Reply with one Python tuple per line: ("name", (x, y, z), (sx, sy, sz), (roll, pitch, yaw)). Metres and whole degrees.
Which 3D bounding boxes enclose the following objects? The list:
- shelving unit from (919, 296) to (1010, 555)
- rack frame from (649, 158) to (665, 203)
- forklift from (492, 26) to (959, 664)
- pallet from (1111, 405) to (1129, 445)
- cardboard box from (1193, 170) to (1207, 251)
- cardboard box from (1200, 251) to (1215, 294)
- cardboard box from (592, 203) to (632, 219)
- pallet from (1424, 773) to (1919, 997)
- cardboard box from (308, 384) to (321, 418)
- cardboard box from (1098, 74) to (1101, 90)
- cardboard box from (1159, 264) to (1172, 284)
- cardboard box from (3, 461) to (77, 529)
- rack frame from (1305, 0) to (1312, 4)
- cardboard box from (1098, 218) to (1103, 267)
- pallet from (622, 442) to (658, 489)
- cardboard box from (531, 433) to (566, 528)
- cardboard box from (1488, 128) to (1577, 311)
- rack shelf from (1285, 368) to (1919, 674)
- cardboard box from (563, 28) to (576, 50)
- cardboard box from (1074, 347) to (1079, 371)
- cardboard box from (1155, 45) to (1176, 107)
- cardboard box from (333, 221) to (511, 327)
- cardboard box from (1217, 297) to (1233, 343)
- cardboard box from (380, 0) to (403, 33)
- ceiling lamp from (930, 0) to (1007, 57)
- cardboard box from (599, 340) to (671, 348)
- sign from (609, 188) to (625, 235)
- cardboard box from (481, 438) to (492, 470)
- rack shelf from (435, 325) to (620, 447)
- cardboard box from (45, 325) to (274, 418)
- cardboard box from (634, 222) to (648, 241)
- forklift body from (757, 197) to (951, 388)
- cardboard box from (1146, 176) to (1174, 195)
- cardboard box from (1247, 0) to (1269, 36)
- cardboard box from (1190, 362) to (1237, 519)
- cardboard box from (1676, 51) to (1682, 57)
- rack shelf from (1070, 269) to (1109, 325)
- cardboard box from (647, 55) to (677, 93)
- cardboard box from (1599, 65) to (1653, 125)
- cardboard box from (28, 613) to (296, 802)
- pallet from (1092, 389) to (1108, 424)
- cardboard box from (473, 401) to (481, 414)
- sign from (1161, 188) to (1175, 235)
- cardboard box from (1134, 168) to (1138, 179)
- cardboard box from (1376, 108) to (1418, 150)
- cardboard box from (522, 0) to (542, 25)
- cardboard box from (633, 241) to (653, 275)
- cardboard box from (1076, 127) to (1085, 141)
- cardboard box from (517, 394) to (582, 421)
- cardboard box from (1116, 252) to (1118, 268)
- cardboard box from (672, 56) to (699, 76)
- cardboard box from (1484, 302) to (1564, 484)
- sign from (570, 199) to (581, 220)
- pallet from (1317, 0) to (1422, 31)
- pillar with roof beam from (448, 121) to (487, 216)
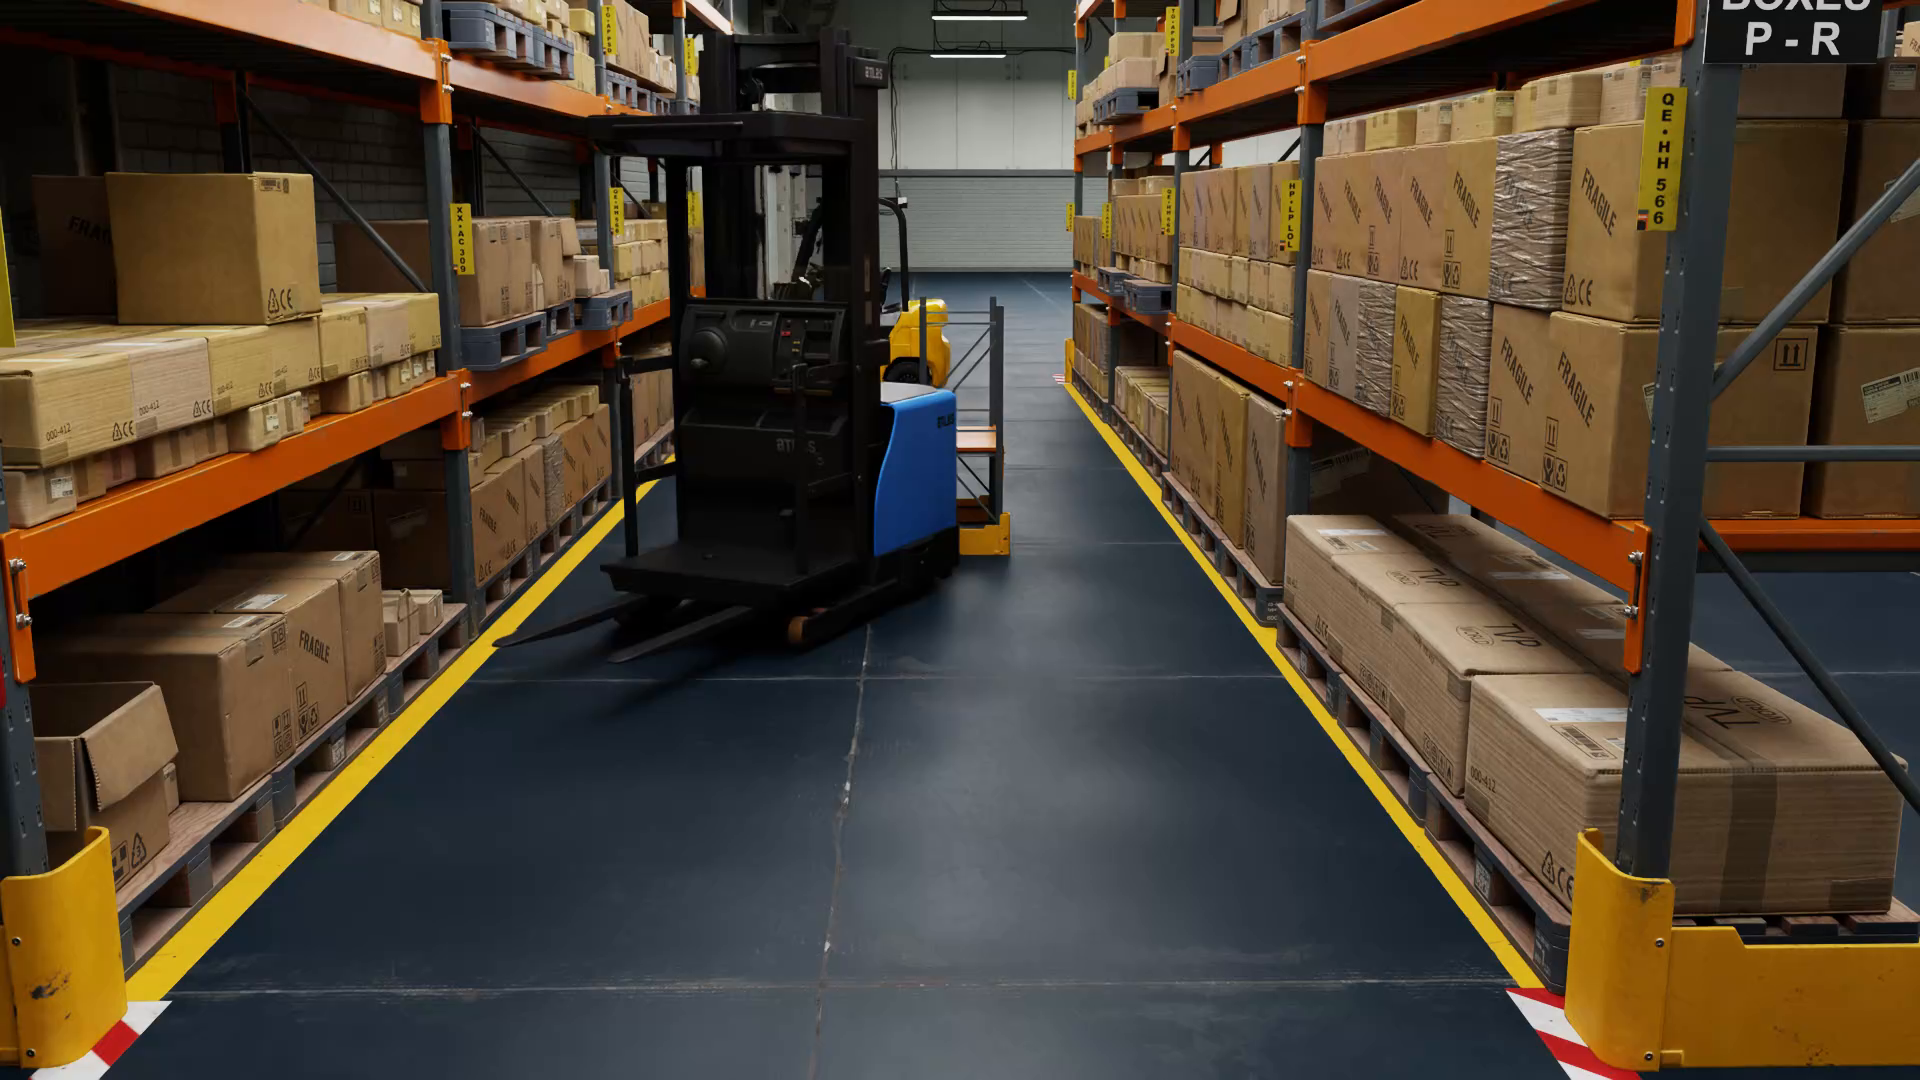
("shelving unit", (-0.002, -0.750, 10.485), (0.587, 1.500, 1.083), (0, 11, -1))
("rack frame", (-3.115, -3.360, 19.578), (1.000, 3.000, 0.127), (0, 11, -1))
("forklift", (-1.086, -1.008, 8.155), (1.130, 2.935, 3.031), (5, 13, 25))
("pallet", (1.948, -1.065, 15.277), (1.003, 0.211, 1.213), (0, 11, -1))
("cardboard box", (1.799, -2.132, 10.760), (0.500, 0.500, 0.500), (0, 11, -1))
("cardboard box", (1.784, -1.659, 10.312), (0.500, 0.250, 0.500), (0, 11, -1))
("cardboard box", (-3.341, -3.140, 15.861), (0.380, 0.149, 0.250), (0, 11, -1))
("pallet", (2.084, 1.007, 5.064), (1.003, 0.211, 1.213), (0, 11, -1))
("cardboard box", (-2.646, -0.531, 6.266), (0.380, 0.149, 0.250), (0, 11, 0))
("cardboard box", (1.571, -4.541, 16.478), (0.380, 0.149, 0.250), (0, 11, 1))
("cardboard box", (1.693, -1.991, 12.404), (0.380, 0.149, 0.250), (0, 11, 0))
("cardboard box", (-2.517, -0.123, 4.253), (0.380, 0.149, 0.250), (0, 11, -2))
("rack frame", (2.096, -3.936, 7.327), (1.000, 3.000, 0.127), (0, 11, -1))
("cardboard box", (1.655, -2.971, 16.658), (0.500, 0.500, 0.500), (0, 11, 1))
("pallet", (-2.927, -0.567, 12.824), (1.003, 0.211, 1.213), (0, 11, -1))
("cardboard box", (-2.683, -0.361, 10.024), (0.500, 0.500, 0.500), (-1, 11, -3))
("cardboard box", (1.890, -0.938, 4.874), (0.500, 0.500, 0.500), (0, 11, -1))
("rack shelf", (2.137, -0.246, 6.036), (1.077, 0.370, 4.000), (0, 11, -1))
("cardboard box", (-2.716, -3.241, 10.819), (0.380, 0.149, 0.250), (-1, 11, -2))
("cardboard box", (1.588, -2.078, 19.117), (0.500, 0.250, 0.500), (0, 11, -2))
("cardboard box", (1.953, -3.615, 13.029), (0.797, 0.503, 0.637), (0, 11, -1))
("cardboard box", (-2.653, -1.327, 8.247), (0.700, 0.500, 0.500), (0, 11, 0))
("cardboard box", (1.819, -1.315, 9.873), (0.500, 0.250, 0.500), (0, 11, -1))
("cardboard box", (-2.562, -2.203, 6.960), (0.380, 0.149, 0.250), (0, 11, -1))
("ceiling lamp", (0.207, -14.234, 43.405), (2.000, 3.185, 0.800), (0, 11, -1))
("cardboard box", (-3.010, -1.503, 15.342), (0.875, 0.625, 0.625), (0, 11, 1))
("sign", (-2.407, -2.303, 11.652), (0.100, 0.325, 0.005), (0, 11, -1))
("cardboard box", (-2.708, -0.452, 8.840), (0.380, 0.149, 0.250), (-1, 11, -4))
("rack shelf", (-2.908, -1.020, 9.851), (1.077, 0.370, 4.000), (0, 11, -1))
("cardboard box", (-2.548, -0.544, 5.326), (0.500, 0.250, 0.500), (0, 11, -2))
("cardboard box", (-2.699, -2.458, 13.247), (0.380, 0.149, 0.250), (0, 11, 0))
("forklift body", (-1.252, -2.575, 17.841), (2.313, 2.155, 1.214), (0, 11, -1))
("cardboard box", (1.697, -2.834, 13.295), (0.380, 0.149, 0.250), (-1, 11, -4))
("cardboard box", (2.224, -3.320, 10.527), (0.700, 0.500, 0.500), (-1, 11, -4))
("cardboard box", (1.959, -0.641, 10.460), (0.875, 0.875, 0.875), (0, 11, 0))
("cardboard box", (7.203, -4.744, 16.171), (0.380, 0.149, 0.250), (0, 11, -2))
("rack shelf", (1.889, -2.631, 17.794), (1.077, 0.370, 4.000), (0, 11, -1))
("cardboard box", (-2.773, -4.103, 14.613), (0.500, 0.311, 0.500), (-1, 11, -3))
("cardboard box", (1.942, -1.179, 4.427), (0.380, 0.149, 0.250), (0, 11, 0))
("cardboard box", (-2.681, 0.548, 5.547), (0.700, 0.500, 0.500), (0, 11, 1))
("pallet", (1.881, -1.353, 16.697), (1.003, 0.211, 1.213), (0, 11, -1))
("cardboard box", (-3.273, -0.807, 10.593), (0.380, 0.149, 0.250), (-1, 11, -4))
("sign", (1.471, -2.316, 11.716), (0.100, 0.325, 0.005), (0, 11, -1))
("cardboard box", (2.166, -3.561, 17.053), (0.700, 0.500, 0.500), (0, 11, -2))
("cardboard box", (1.832, -1.585, 6.429), (0.380, 0.149, 0.250), (-1, 11, -3))
("cardboard box", (-2.495, -2.891, 9.045), (0.380, 0.149, 0.250), (0, 11, 0))
("cardboard box", (-2.716, -2.234, 13.148), (0.500, 0.250, 0.500), (-1, 11, -3))
("cardboard box", (1.530, -4.661, 19.077), (0.380, 0.149, 0.250), (0, 11, -1))
("cardboard box", (-2.688, -0.865, 10.877), (0.380, 0.149, 0.250), (-1, 11, -3))
("cardboard box", (1.626, -2.558, 15.198), (0.380, 0.149, 0.250), (0, 11, 0))
("cardboard box", (-2.967, -4.728, 17.209), (0.797, 0.503, 0.637), (0, 11, 1))
("cardboard box", (1.909, -0.444, 4.954), (0.500, 0.500, 0.500), (0, 11, -2))
("sign", (-3.587, -3.026, 15.552), (0.100, 0.325, 0.005), (0, 11, -1))
("pallet", (2.102, -2.260, 6.833), (1.003, 0.211, 1.213), (0, 11, -1))
("pillar with roof beam", (0.427, -4.983, 12.489), (9.100, 9.000, 0.400), (0, 11, -1))
